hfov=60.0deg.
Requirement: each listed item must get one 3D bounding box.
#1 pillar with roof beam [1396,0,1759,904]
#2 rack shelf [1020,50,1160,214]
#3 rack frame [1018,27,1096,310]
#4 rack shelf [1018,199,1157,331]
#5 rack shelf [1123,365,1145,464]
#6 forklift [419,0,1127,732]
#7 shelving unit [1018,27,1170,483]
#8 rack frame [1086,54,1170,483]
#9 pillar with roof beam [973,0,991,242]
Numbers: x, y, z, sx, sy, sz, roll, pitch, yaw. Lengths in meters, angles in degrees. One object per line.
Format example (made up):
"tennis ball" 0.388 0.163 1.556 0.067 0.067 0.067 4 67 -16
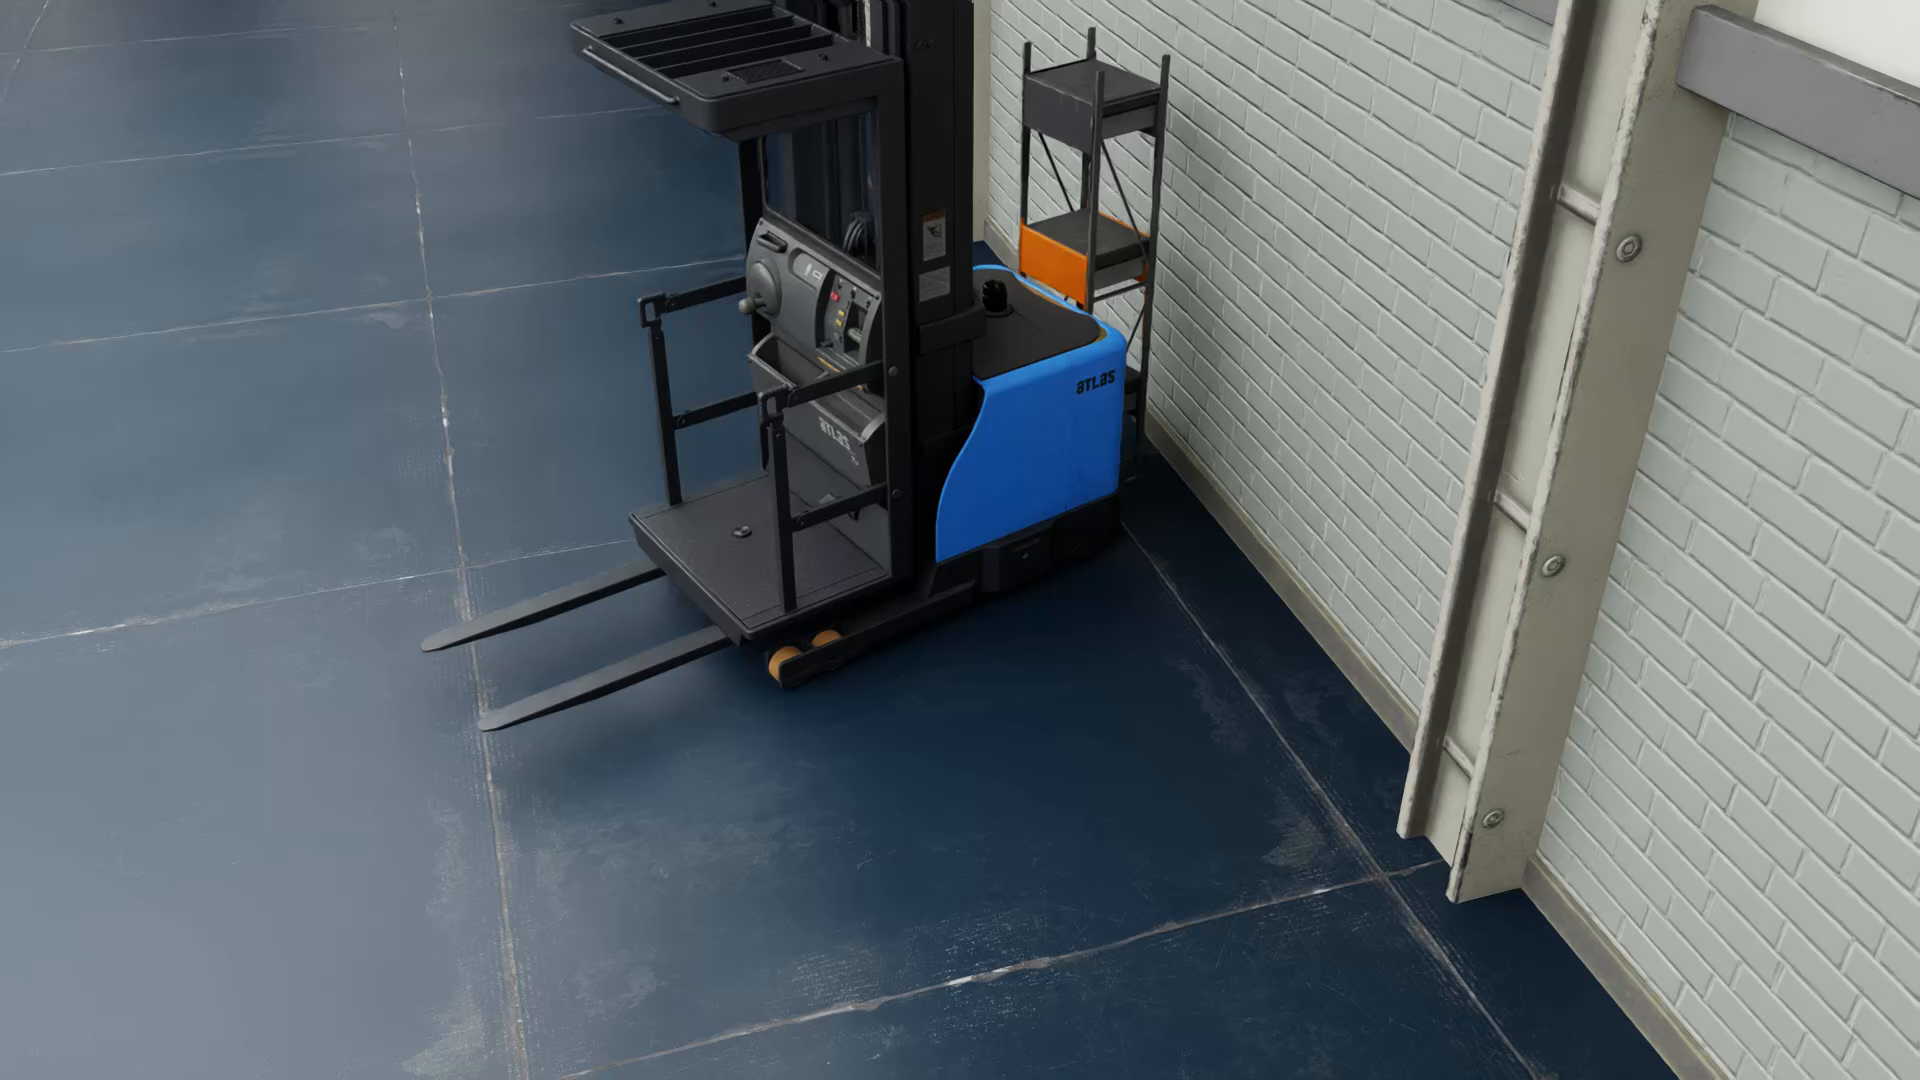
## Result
"pillar with roof beam" -2.287 -1.886 2.441 9.100 9.000 0.400 -10 35 -15
"rack shelf" 0.583 -1.804 7.330 0.431 0.518 0.480 -22 39 -30
"rack frame" 0.438 -1.340 7.873 0.400 2.100 0.015 -22 39 -30
"rack shelf" 0.583 -1.220 7.716 0.431 0.518 0.480 -22 39 -30
"rack shelf" 0.583 -0.636 8.102 0.431 0.518 0.480 -22 39 -30
"forklift" -0.760 -0.951 6.530 3.031 2.935 1.130 -21 39 -29
"shelving unit" 0.583 -1.231 7.709 0.431 2.100 0.503 -22 39 -30
"rack frame" 0.728 -1.123 7.545 0.400 2.100 0.015 -22 39 -30
"pillar with roof beam" -4.117 -5.036 7.208 9.100 9.000 0.400 -10 35 -15
